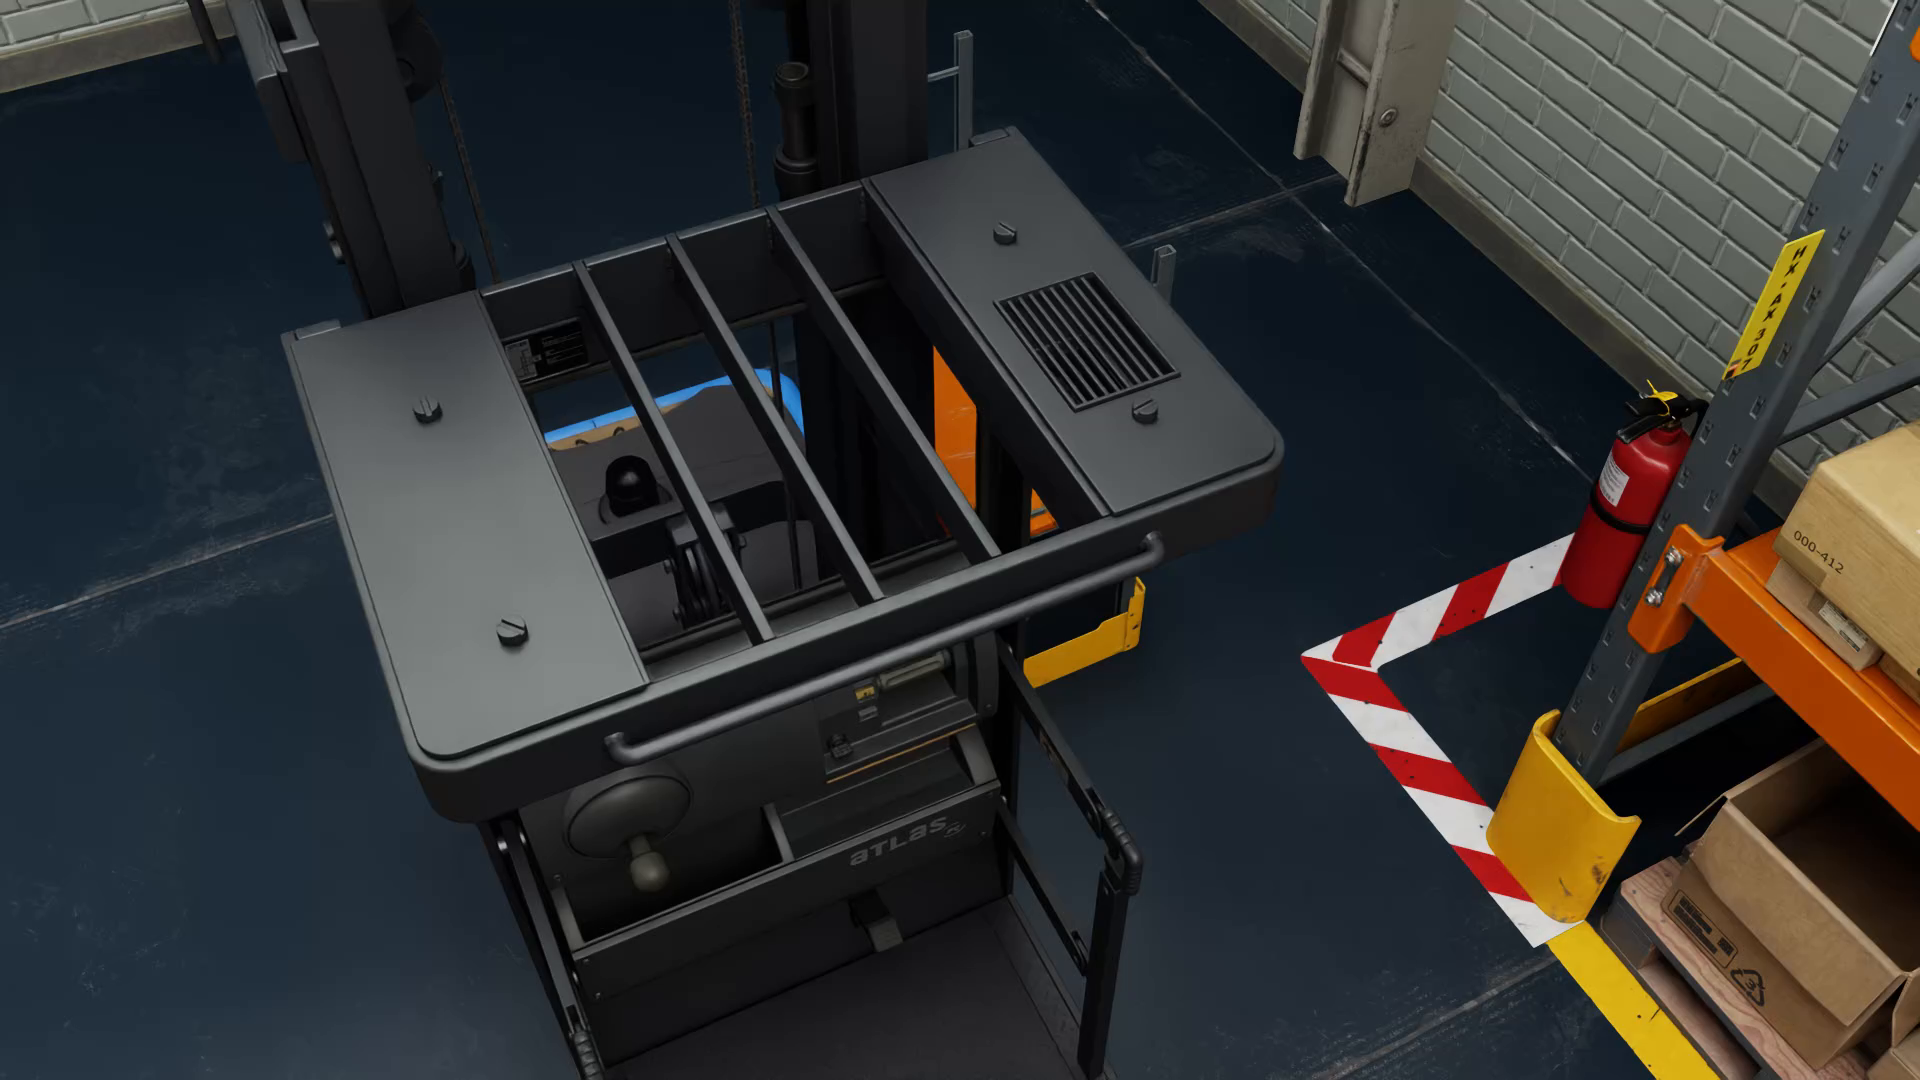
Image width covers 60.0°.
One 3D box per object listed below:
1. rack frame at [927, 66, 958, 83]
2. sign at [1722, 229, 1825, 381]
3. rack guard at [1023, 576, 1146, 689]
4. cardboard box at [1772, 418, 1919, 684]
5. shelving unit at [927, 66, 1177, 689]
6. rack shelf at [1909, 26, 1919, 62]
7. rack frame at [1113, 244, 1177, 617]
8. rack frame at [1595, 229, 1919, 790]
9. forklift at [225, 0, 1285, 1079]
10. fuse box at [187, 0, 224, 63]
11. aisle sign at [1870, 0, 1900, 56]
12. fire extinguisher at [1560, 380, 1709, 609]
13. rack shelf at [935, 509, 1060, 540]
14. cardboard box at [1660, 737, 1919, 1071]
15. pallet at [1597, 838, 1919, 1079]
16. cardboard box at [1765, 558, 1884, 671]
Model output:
[{"bbox_3d":[-0.192,-0.777,4.934,0.475,1.308,0.013,-21,52,-18],"label":"rack frame"},{"bbox_3d":[1.494,-0.428,3.056,0.100,0.325,0.005,-21,52,-18],"label":"sign"},{"bbox_3d":[0.263,0.302,4.820,0.587,0.250,0.087,-21,52,-18],"label":"rack guard"},{"bbox_3d":[1.944,0.018,3.143,0.500,0.250,0.500,-21,52,-17],"label":"cardboard box"},{"bbox_3d":[0.035,-0.443,4.641,0.587,1.500,1.083,-21,52,-18],"label":"shelving unit"},{"bbox_3d":[2.891,0.258,1.516,1.077,0.370,4.000,-21,52,-18],"label":"rack shelf"},{"bbox_3d":[0.272,-0.096,4.338,0.500,1.500,0.032,-21,52,-18],"label":"rack frame"},{"bbox_3d":[1.973,-0.328,3.544,0.949,2.616,0.053,-21,52,-18],"label":"rack frame"},{"bbox_3d":[-0.271,0.438,2.919,1.130,2.935,3.031,-20,52,-17],"label":"forklift"},{"bbox_3d":[-3.102,-2.585,6.374,0.539,1.711,0.414,-21,52,-18],"label":"fuse box"},{"bbox_3d":[1.684,-1.130,2.518,0.394,0.787,0.004,-21,52,-18],"label":"aisle sign"},{"bbox_3d":[1.498,-0.121,3.662,0.296,0.674,0.183,-21,52,-18],"label":"fire extinguisher"},{"bbox_3d":[0.039,-0.318,4.771,0.538,0.185,1.000,-21,52,-18],"label":"rack shelf"},{"bbox_3d":[2.172,0.796,3.940,0.797,0.503,0.637,-23,53,-19],"label":"cardboard box"},{"bbox_3d":[2.377,1.173,4.084,1.003,0.211,1.213,-21,52,-18],"label":"pallet"},{"bbox_3d":[1.883,0.068,3.365,0.380,0.149,0.250,-22,52,-18],"label":"cardboard box"}]
